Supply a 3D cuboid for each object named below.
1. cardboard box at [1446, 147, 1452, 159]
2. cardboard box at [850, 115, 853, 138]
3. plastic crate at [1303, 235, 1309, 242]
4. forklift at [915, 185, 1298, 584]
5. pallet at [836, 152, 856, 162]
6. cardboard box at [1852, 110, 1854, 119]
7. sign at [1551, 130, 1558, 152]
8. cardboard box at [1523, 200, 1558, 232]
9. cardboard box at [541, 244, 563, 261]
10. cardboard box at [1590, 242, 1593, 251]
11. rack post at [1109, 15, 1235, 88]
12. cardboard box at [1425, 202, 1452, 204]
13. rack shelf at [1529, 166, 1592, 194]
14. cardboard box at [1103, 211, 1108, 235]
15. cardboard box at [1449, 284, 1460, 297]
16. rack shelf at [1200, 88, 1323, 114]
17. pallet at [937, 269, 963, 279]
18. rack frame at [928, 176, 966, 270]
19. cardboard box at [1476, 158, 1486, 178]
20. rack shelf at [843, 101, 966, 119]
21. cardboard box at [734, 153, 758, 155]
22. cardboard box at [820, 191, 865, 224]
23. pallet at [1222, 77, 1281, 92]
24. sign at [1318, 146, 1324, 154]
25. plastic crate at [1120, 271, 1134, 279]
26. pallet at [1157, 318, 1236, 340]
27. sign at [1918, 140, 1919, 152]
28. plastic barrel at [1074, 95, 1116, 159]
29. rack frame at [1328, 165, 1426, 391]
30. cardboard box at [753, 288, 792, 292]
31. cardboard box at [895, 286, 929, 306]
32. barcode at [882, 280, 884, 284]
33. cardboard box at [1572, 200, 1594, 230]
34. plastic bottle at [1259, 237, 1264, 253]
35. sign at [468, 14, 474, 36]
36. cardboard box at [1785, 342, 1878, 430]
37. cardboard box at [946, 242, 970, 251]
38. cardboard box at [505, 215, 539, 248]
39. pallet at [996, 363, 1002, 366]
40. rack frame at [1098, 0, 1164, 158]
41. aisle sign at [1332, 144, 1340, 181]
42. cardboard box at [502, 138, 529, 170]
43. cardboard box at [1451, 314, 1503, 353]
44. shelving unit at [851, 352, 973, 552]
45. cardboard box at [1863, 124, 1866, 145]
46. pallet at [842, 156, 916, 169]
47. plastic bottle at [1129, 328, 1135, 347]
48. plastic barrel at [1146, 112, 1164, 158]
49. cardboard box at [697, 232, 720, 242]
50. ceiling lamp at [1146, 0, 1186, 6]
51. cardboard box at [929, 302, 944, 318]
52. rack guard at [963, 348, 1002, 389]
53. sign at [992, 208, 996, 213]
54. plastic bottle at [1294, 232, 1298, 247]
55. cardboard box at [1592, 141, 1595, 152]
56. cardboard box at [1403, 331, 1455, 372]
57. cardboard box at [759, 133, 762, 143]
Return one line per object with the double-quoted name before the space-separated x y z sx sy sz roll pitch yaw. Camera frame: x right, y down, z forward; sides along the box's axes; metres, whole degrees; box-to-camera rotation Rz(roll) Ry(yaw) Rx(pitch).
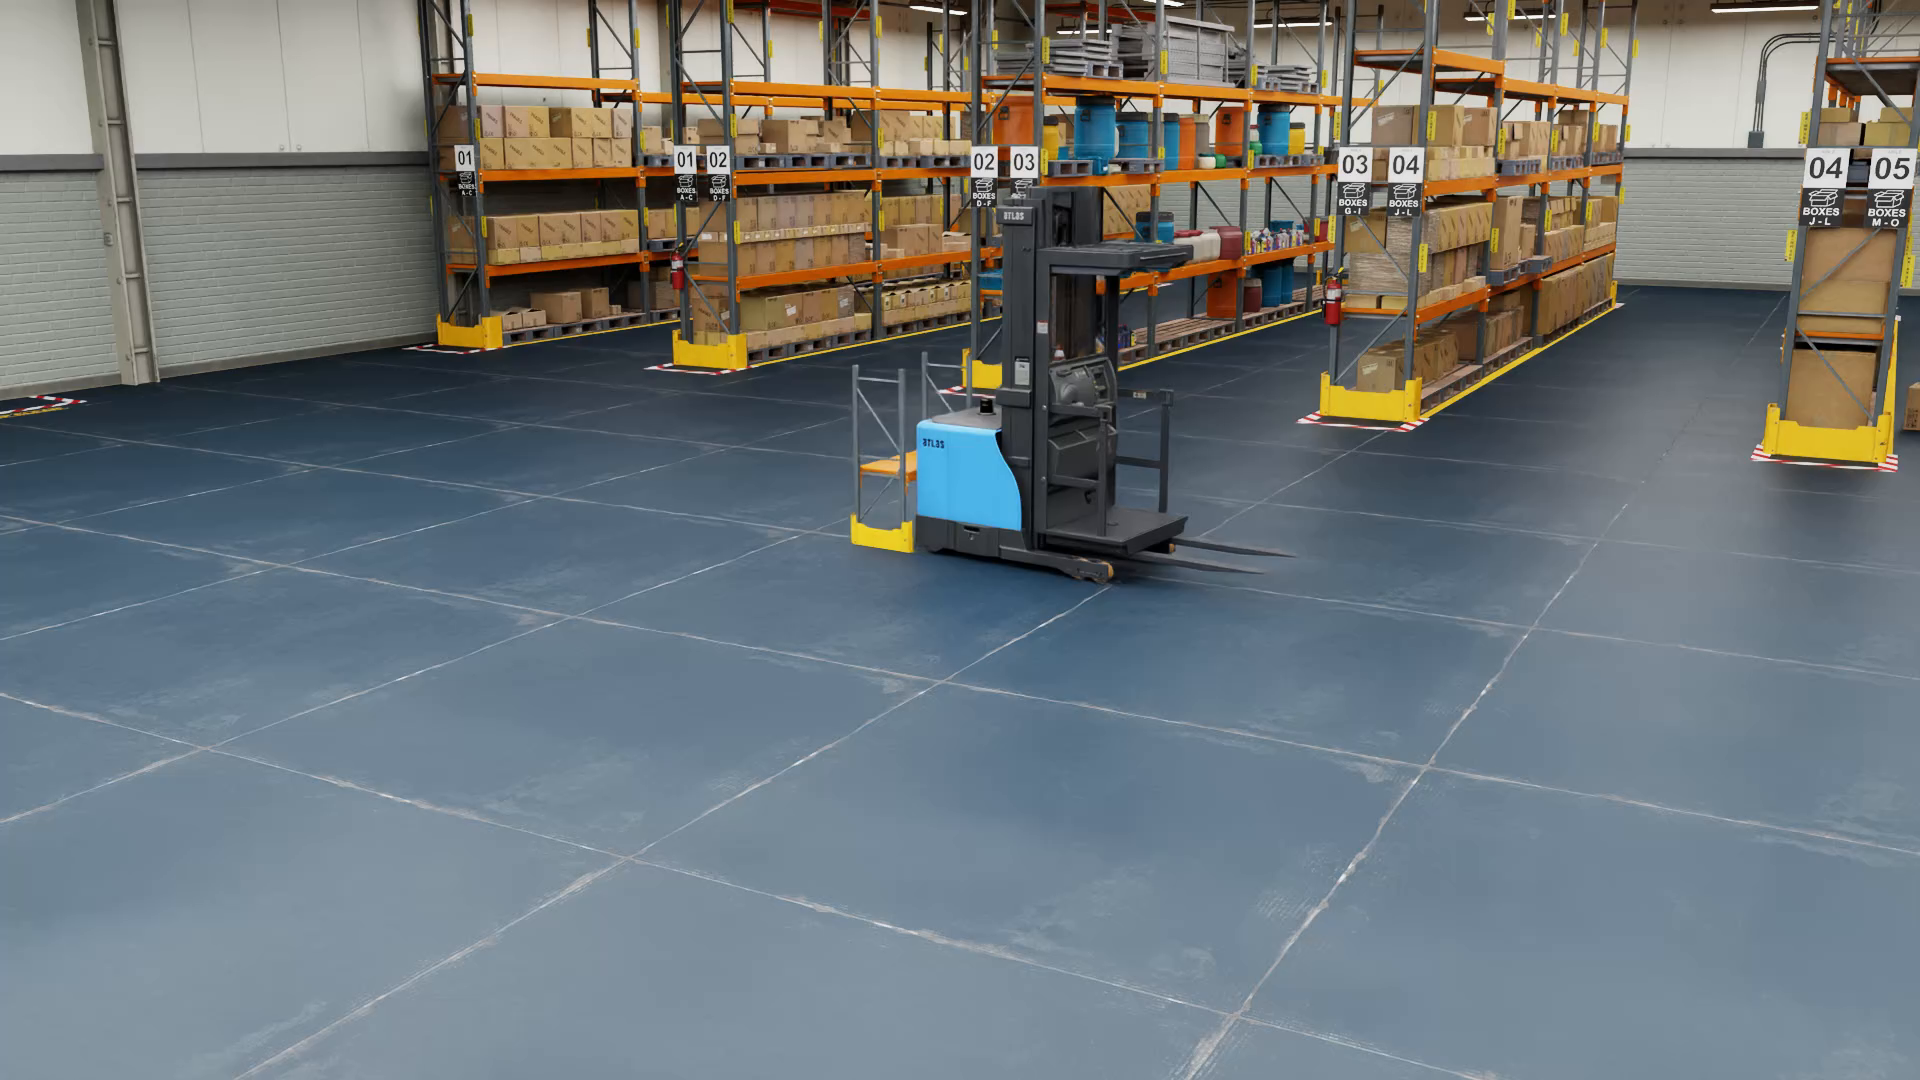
"cardboard box" 5.825 -4.762 20.453 0.380 0.149 0.250 7 15 28
"cardboard box" -2.124 -9.265 37.274 0.500 0.500 0.500 7 15 28
"plastic crate" 6.765 -5.950 32.750 0.396 0.136 0.243 7 15 28
"forklift" 1.137 -1.234 12.900 3.031 2.935 1.130 9 16 34
"pallet" -2.657 -8.264 35.920 0.805 0.209 1.217 7 15 26
"cardboard box" 9.478 -4.605 18.061 0.380 0.149 0.250 8 16 29
"sign" 9.291 -6.236 25.996 0.100 0.325 0.005 7 15 28
"cardboard box" 9.502 -5.406 27.704 0.797 0.503 0.637 8 16 29
"cardboard box" -7.055 -4.843 28.001 0.500 0.250 0.500 7 15 27
"cardboard box" 11.439 -5.418 30.642 0.380 0.149 0.250 8 16 30
"rack post" 3.424 -7.756 26.578 1.013 1.000 3.121 7 15 28
"cardboard box" 6.443 -4.383 22.834 0.500 0.500 0.500 7 15 28
"rack shelf" 9.784 -6.107 28.100 1.077 0.370 4.000 7 15 28
"cardboard box" 2.810 -6.760 35.459 0.500 0.500 0.500 8 16 29
"cardboard box" 6.299 -3.262 21.700 0.380 0.149 0.250 7 15 28
"rack shelf" 5.448 -7.932 30.123 1.077 0.370 4.000 7 15 28
"pallet" -0.642 -6.385 40.066 1.003 0.211 1.213 7 15 28
"rack frame" -0.324 -7.913 40.457 1.000 3.000 0.127 7 15 28
"cardboard box" 6.630 -4.924 21.977 0.500 0.250 0.500 8 16 29
"rack shelf" -1.291 -9.875 38.183 1.077 0.370 4.000 7 15 28
"cardboard box" -4.303 -7.518 32.566 0.500 0.311 0.500 7 15 28
"cardboard box" -1.996 -5.478 27.375 0.700 0.500 0.500 7 15 28
"pallet" 4.857 -7.924 28.958 1.213 0.211 1.003 7 15 28
"sign" 6.896 -7.370 31.784 0.100 0.325 0.005 7 15 28
"plastic crate" 2.250 -3.999 24.537 0.499 0.251 0.616 7 15 28
"pallet" 4.073 -3.639 28.679 1.003 0.211 1.213 7 15 28
"sign" 11.663 -4.870 20.163 0.100 0.325 0.005 7 15 28
"plastic barrel" 1.973 -6.043 24.332 0.600 0.901 0.708 7 15 28
"rack frame" 4.950 -2.947 19.857 1.000 3.000 0.127 7 15 28
"cardboard box" -3.008 -3.755 26.580 0.500 0.500 0.500 7 15 28
"cardboard box" -0.873 -4.296 29.226 0.500 0.311 0.500 7 15 26
"barcode" -1.299 -4.361 28.070 0.001 0.075 0.075 7 15 28
"cardboard box" 11.206 -5.914 30.251 0.500 0.500 0.500 7 15 28
"plastic bottle" 5.413 -5.309 29.905 0.061 0.283 0.133 7 15 28
"sign" -7.584 -7.978 25.764 0.100 0.325 0.005 7 15 28
"cardboard box" 9.513 -1.682 18.248 0.875 0.875 0.875 7 15 28
"cardboard box" -0.046 -5.373 30.458 0.380 0.149 0.250 7 15 28
"cardboard box" -7.317 -5.096 27.449 0.500 0.500 0.500 7 15 28
"pallet" 1.007 -2.339 23.287 1.003 0.211 1.213 7 15 28
"rack frame" 2.548 -7.245 24.886 1.000 3.000 0.127 7 15 28
"aisle sign" 8.123 -8.103 35.697 0.394 0.787 0.004 7 15 28
"cardboard box" -7.387 -6.294 27.082 0.500 0.500 0.500 9 16 32
"cardboard box" 7.716 -3.100 24.888 0.700 0.500 0.500 6 15 23
"shelving unit" -0.379 -0.769 14.023 0.587 1.500 1.083 9 16 32
"cardboard box" 9.965 -4.588 18.839 0.500 0.250 0.500 8 15 29
"pallet" -1.372 -6.438 28.347 0.805 0.209 1.217 7 15 26
"plastic bottle" 2.604 -3.086 25.291 0.061 0.283 0.133 8 16 31
"plastic barrel" 2.920 -6.294 26.270 0.600 0.901 0.600 0 14 0
"cardboard box" -3.702 -4.534 24.843 0.380 0.149 0.250 7 15 27
"ceiling lamp" 4.041 -11.808 31.357 0.800 3.185 2.000 7 15 28
"cardboard box" -0.632 -4.128 29.729 0.500 0.250 0.500 8 16 29
"rack guard" 0.610 -2.314 22.564 1.175 0.500 0.348 7 15 28
"sign" 0.635 -6.212 30.930 0.100 0.325 0.005 7 15 28
"plastic bottle" 6.331 -5.717 31.613 0.152 0.276 0.135 7 15 28
"cardboard box" 11.340 -7.446 30.795 0.700 0.500 0.500 8 16 31
"cardboard box" 6.385 -2.561 22.692 0.500 0.500 0.500 -12 18 -41
"cardboard box" -3.126 -6.137 25.686 0.500 0.311 0.500 10 17 35
